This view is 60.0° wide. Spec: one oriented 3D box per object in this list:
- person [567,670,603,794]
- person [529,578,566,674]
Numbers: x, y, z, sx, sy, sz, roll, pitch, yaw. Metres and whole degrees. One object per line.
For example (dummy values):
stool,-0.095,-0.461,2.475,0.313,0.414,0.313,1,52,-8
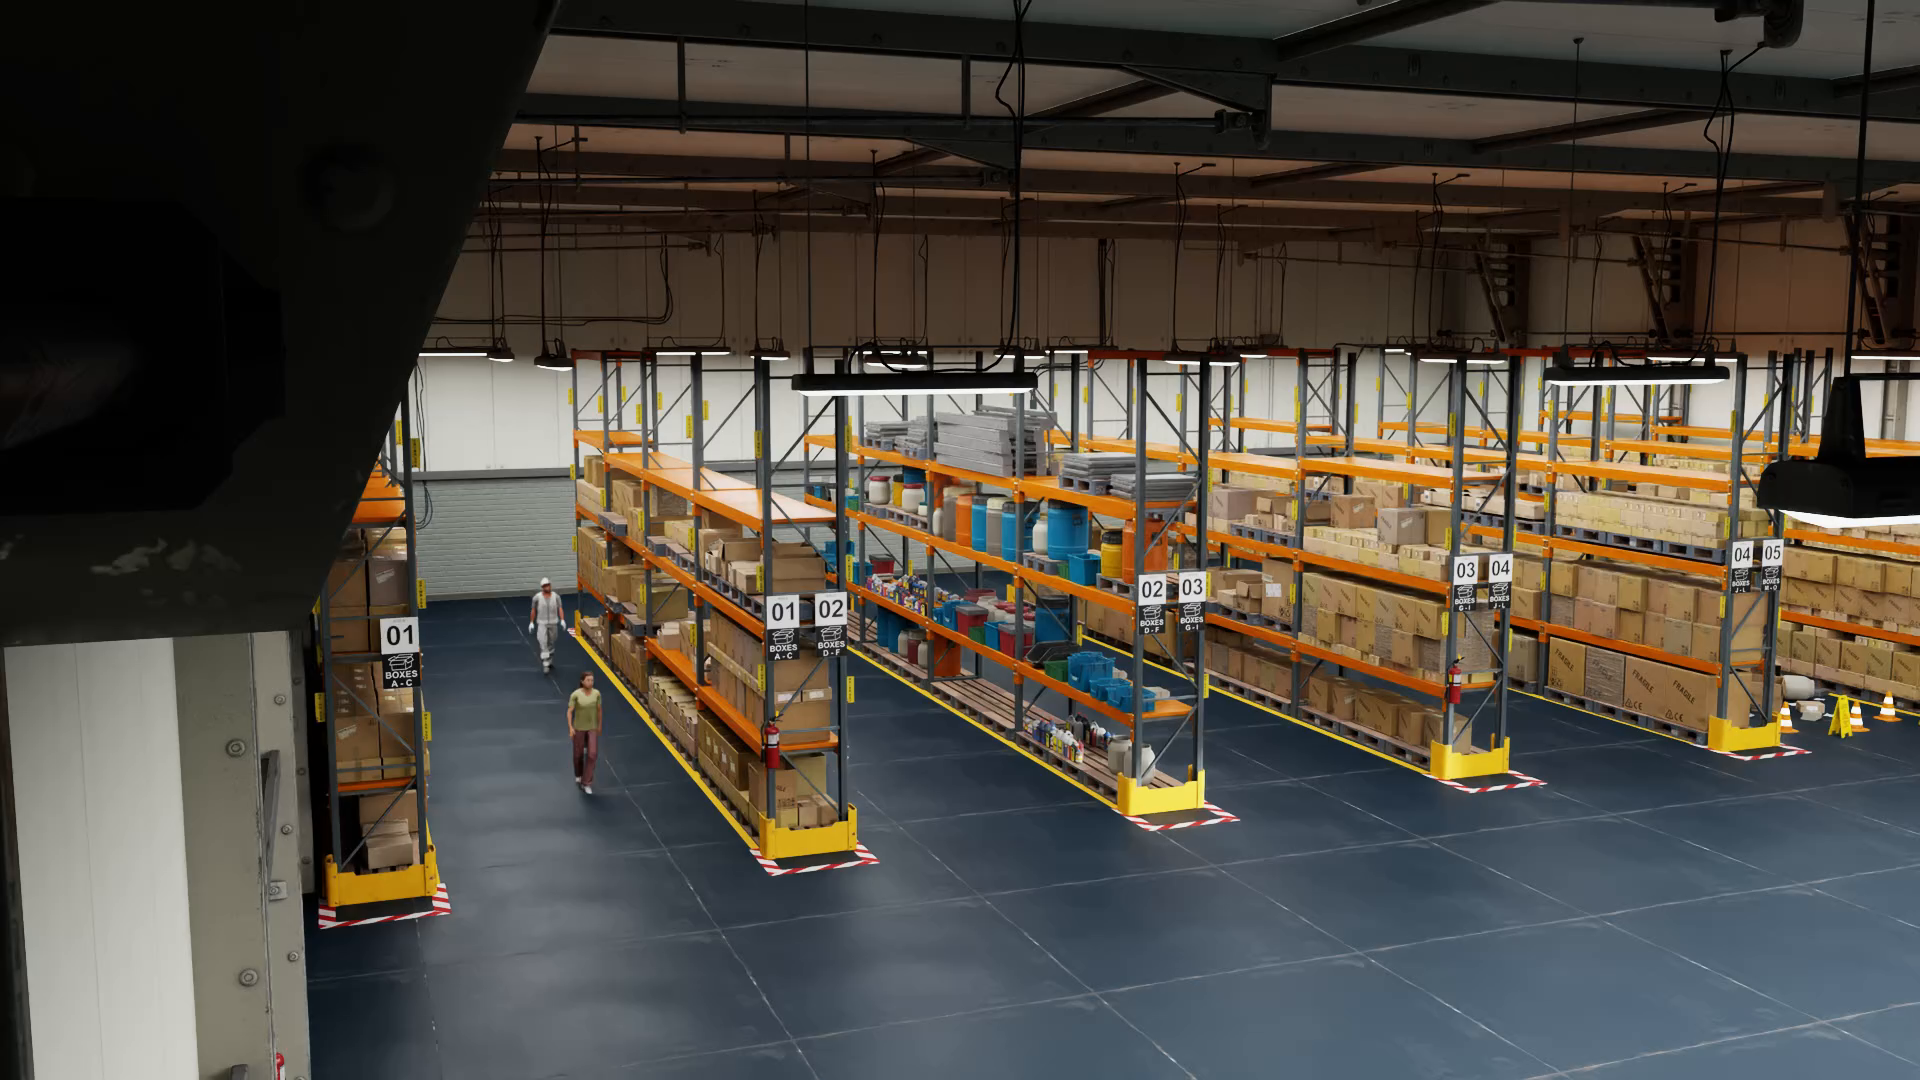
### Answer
person,-5.214,2.671,23.181,0.523,1.673,0.689,-4,8,-26
person,-7.724,1.570,31.170,0.630,1.724,1.034,-3,8,-20
